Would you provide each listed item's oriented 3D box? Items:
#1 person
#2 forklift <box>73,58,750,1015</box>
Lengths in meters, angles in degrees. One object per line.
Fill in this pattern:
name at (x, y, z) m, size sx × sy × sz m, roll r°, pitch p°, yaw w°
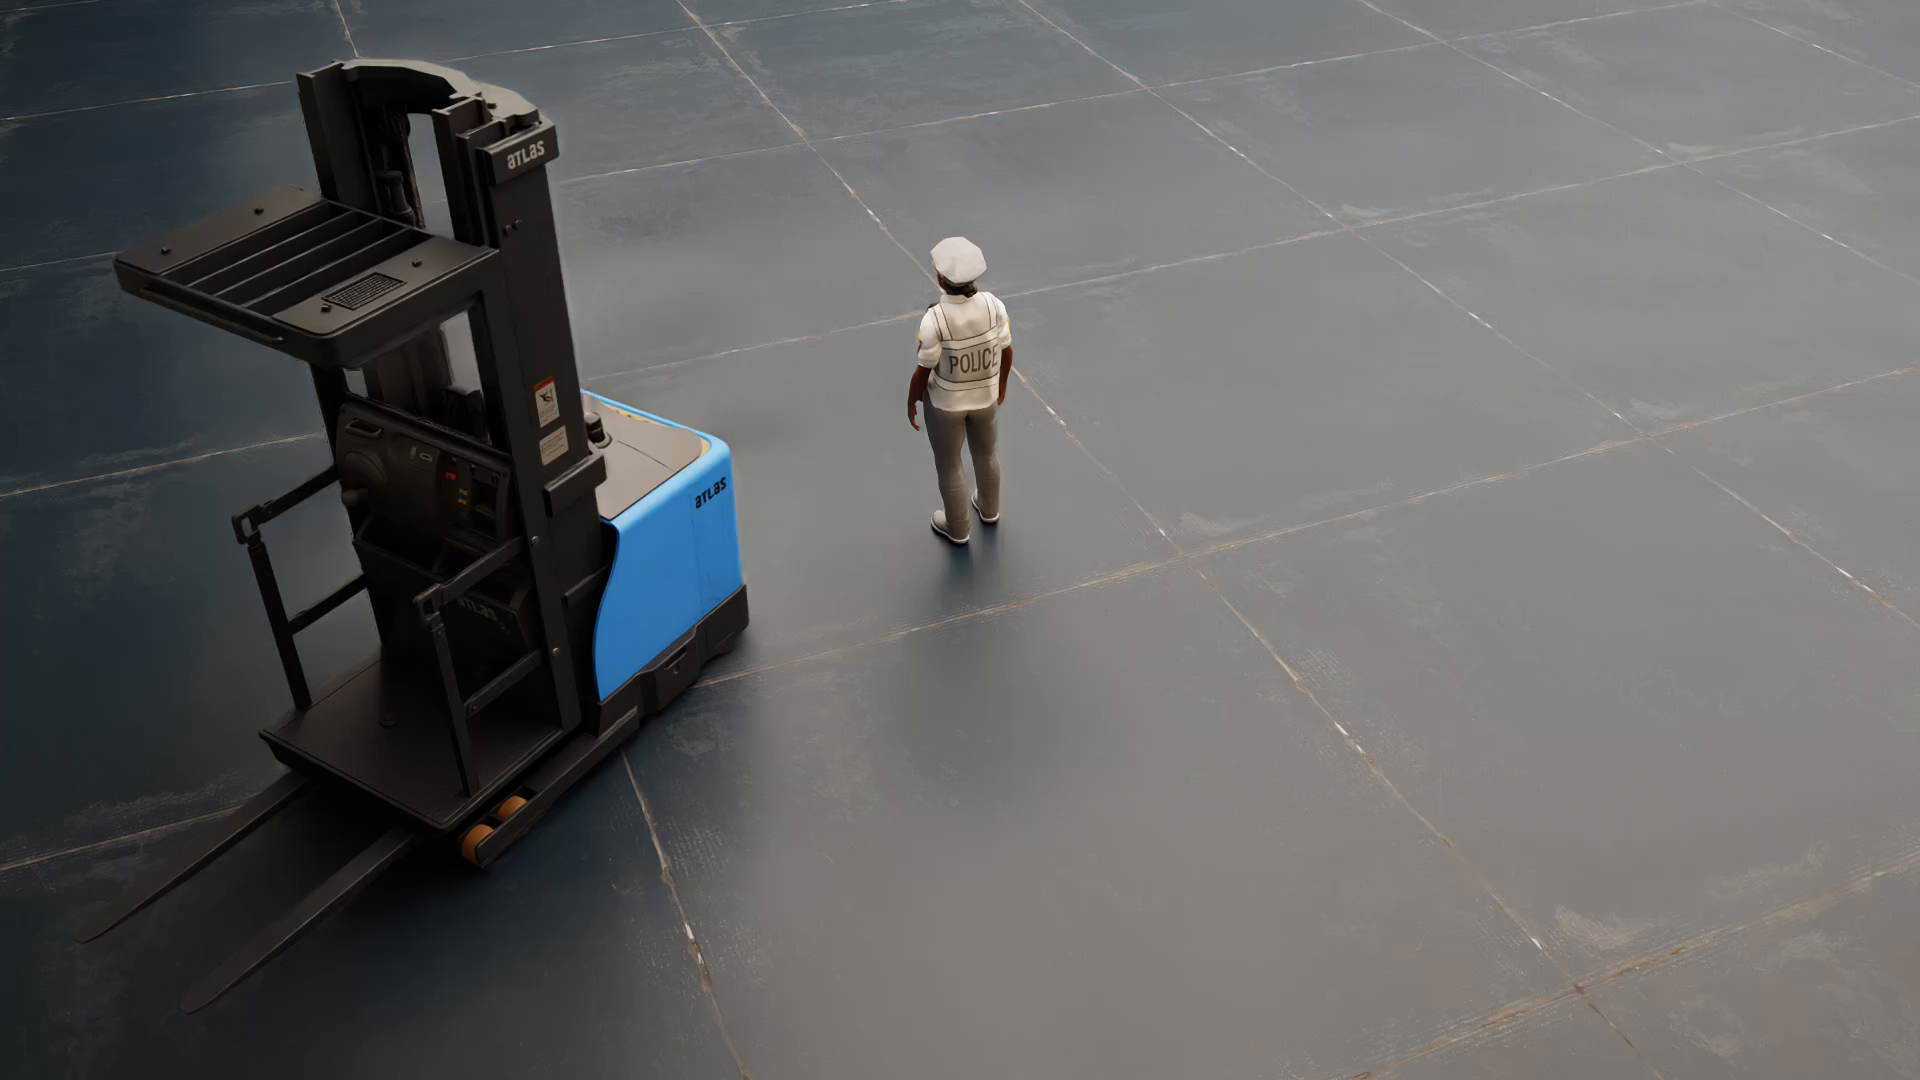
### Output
person at (-0.011, -0.740, 8.196) m, size 0.569 × 1.692 × 0.530 m, roll -14°, pitch 38°, yaw -19°
forklift at (-2.211, -0.181, 6.353) m, size 1.130 × 2.935 × 3.031 m, roll 20°, pitch 40°, yaw 26°
